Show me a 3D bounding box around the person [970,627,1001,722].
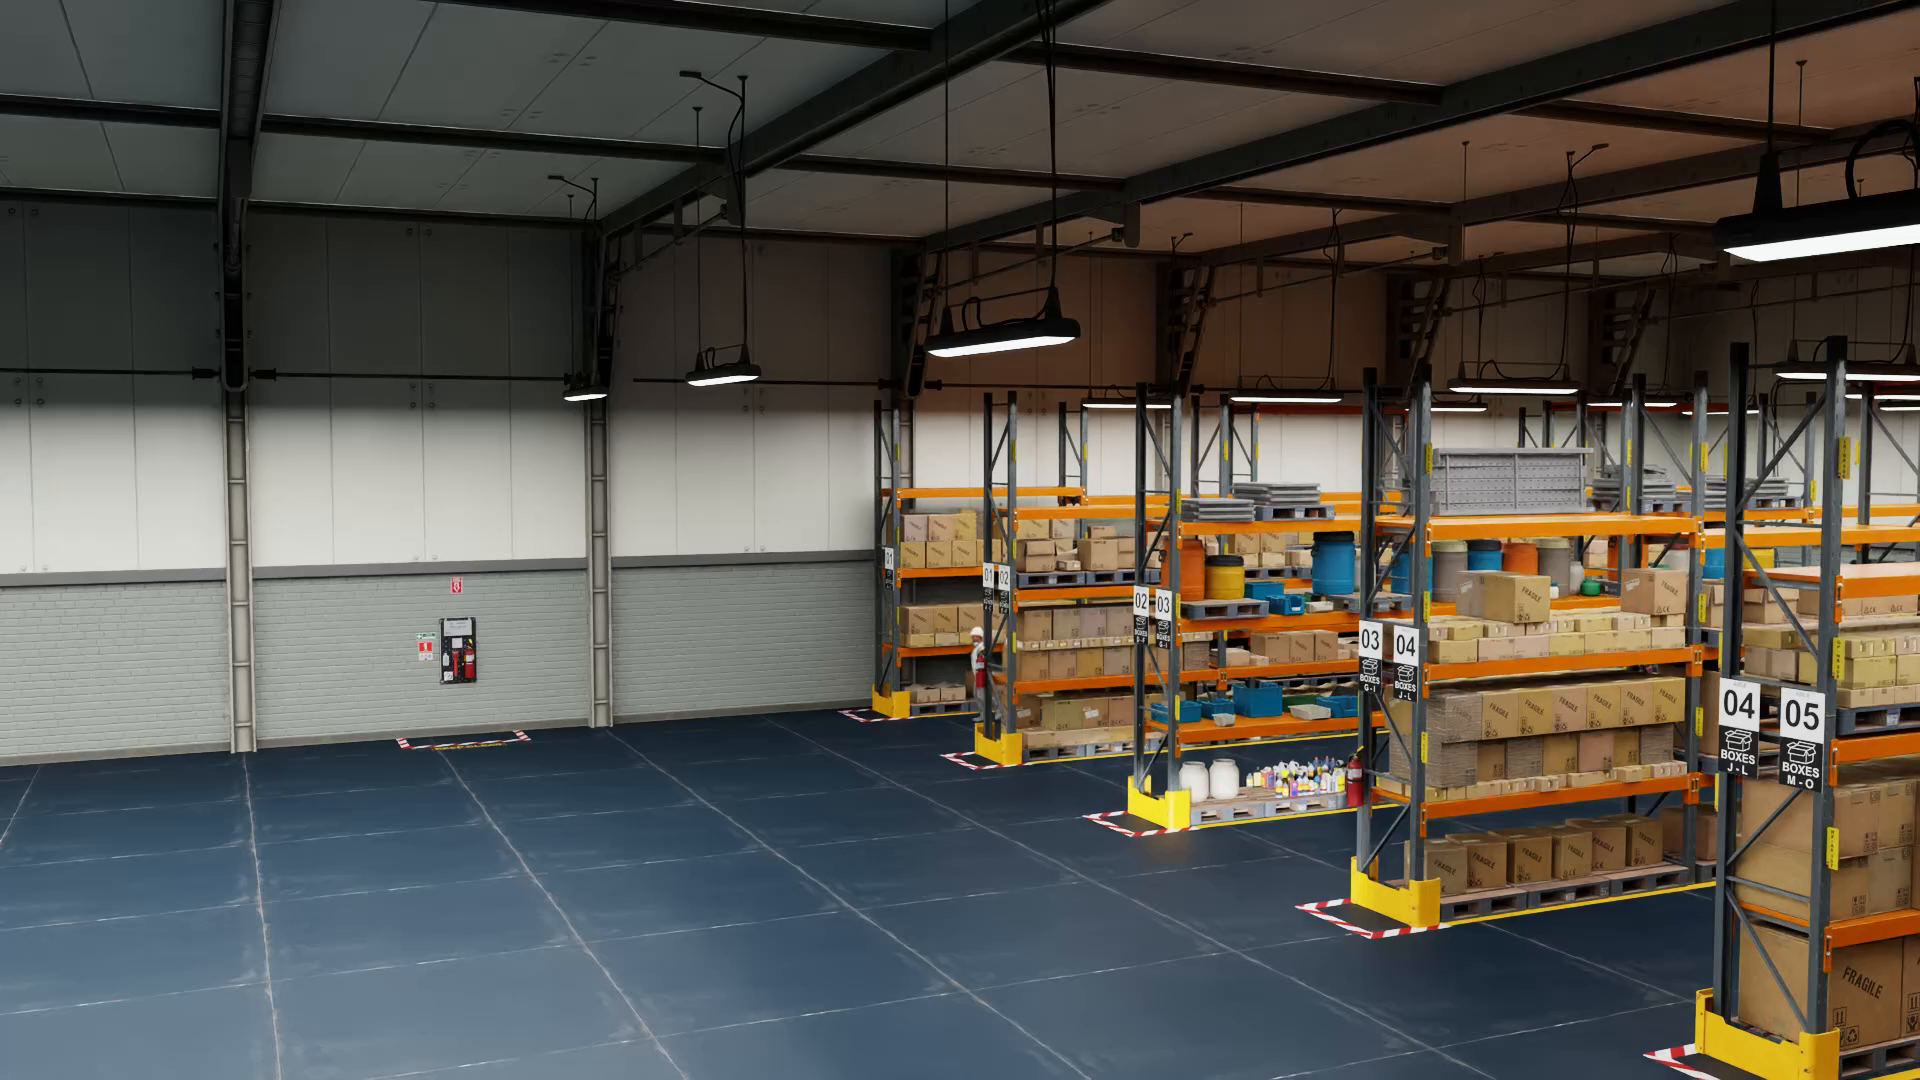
[{"bbox_3d":[0.495,2.496,30.936,0.660,1.754,0.600,-1,3,-12],"label":"person"}]
